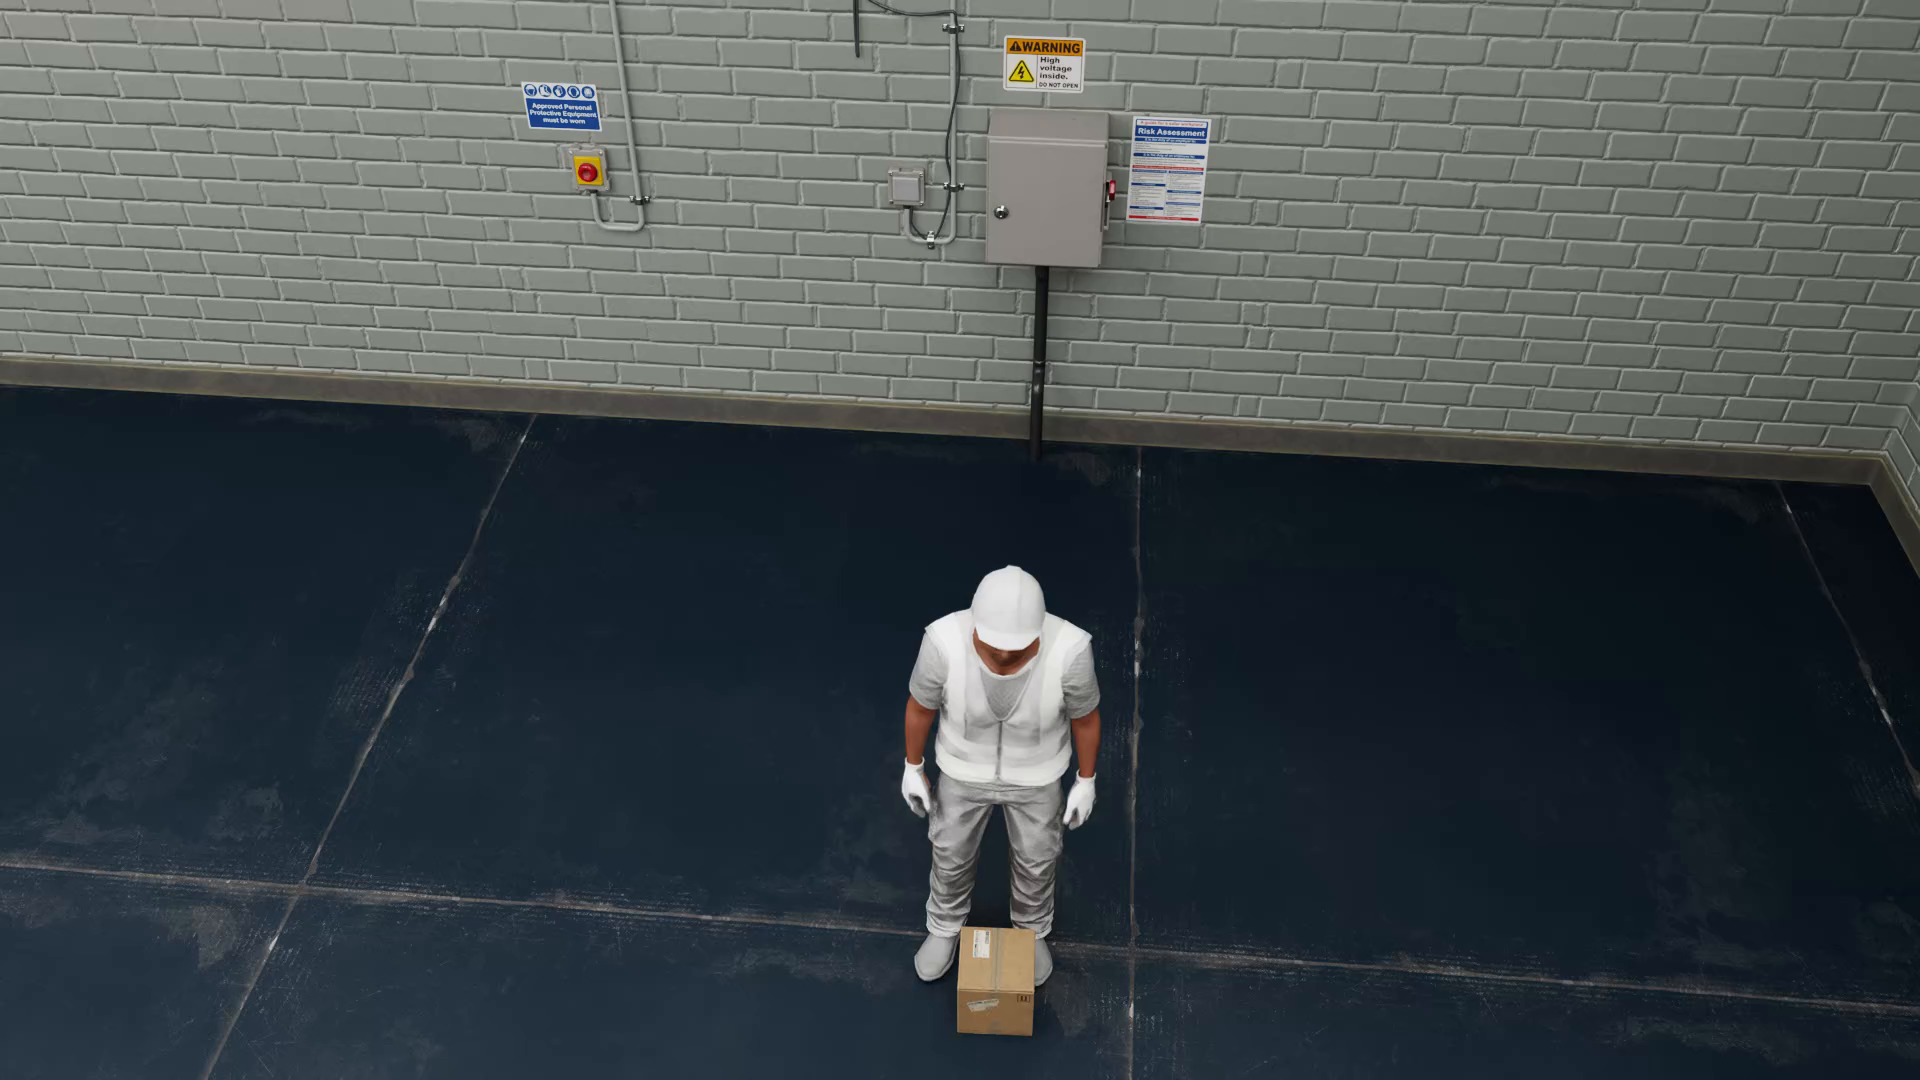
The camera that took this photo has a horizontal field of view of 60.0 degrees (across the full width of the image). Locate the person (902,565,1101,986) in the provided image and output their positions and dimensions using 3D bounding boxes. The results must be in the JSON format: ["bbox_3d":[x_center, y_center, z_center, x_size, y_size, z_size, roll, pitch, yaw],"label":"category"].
[{"bbox_3d":[0.125,0.741,5.254,0.619,1.775,0.446,3,40,4],"label":"person"}]
